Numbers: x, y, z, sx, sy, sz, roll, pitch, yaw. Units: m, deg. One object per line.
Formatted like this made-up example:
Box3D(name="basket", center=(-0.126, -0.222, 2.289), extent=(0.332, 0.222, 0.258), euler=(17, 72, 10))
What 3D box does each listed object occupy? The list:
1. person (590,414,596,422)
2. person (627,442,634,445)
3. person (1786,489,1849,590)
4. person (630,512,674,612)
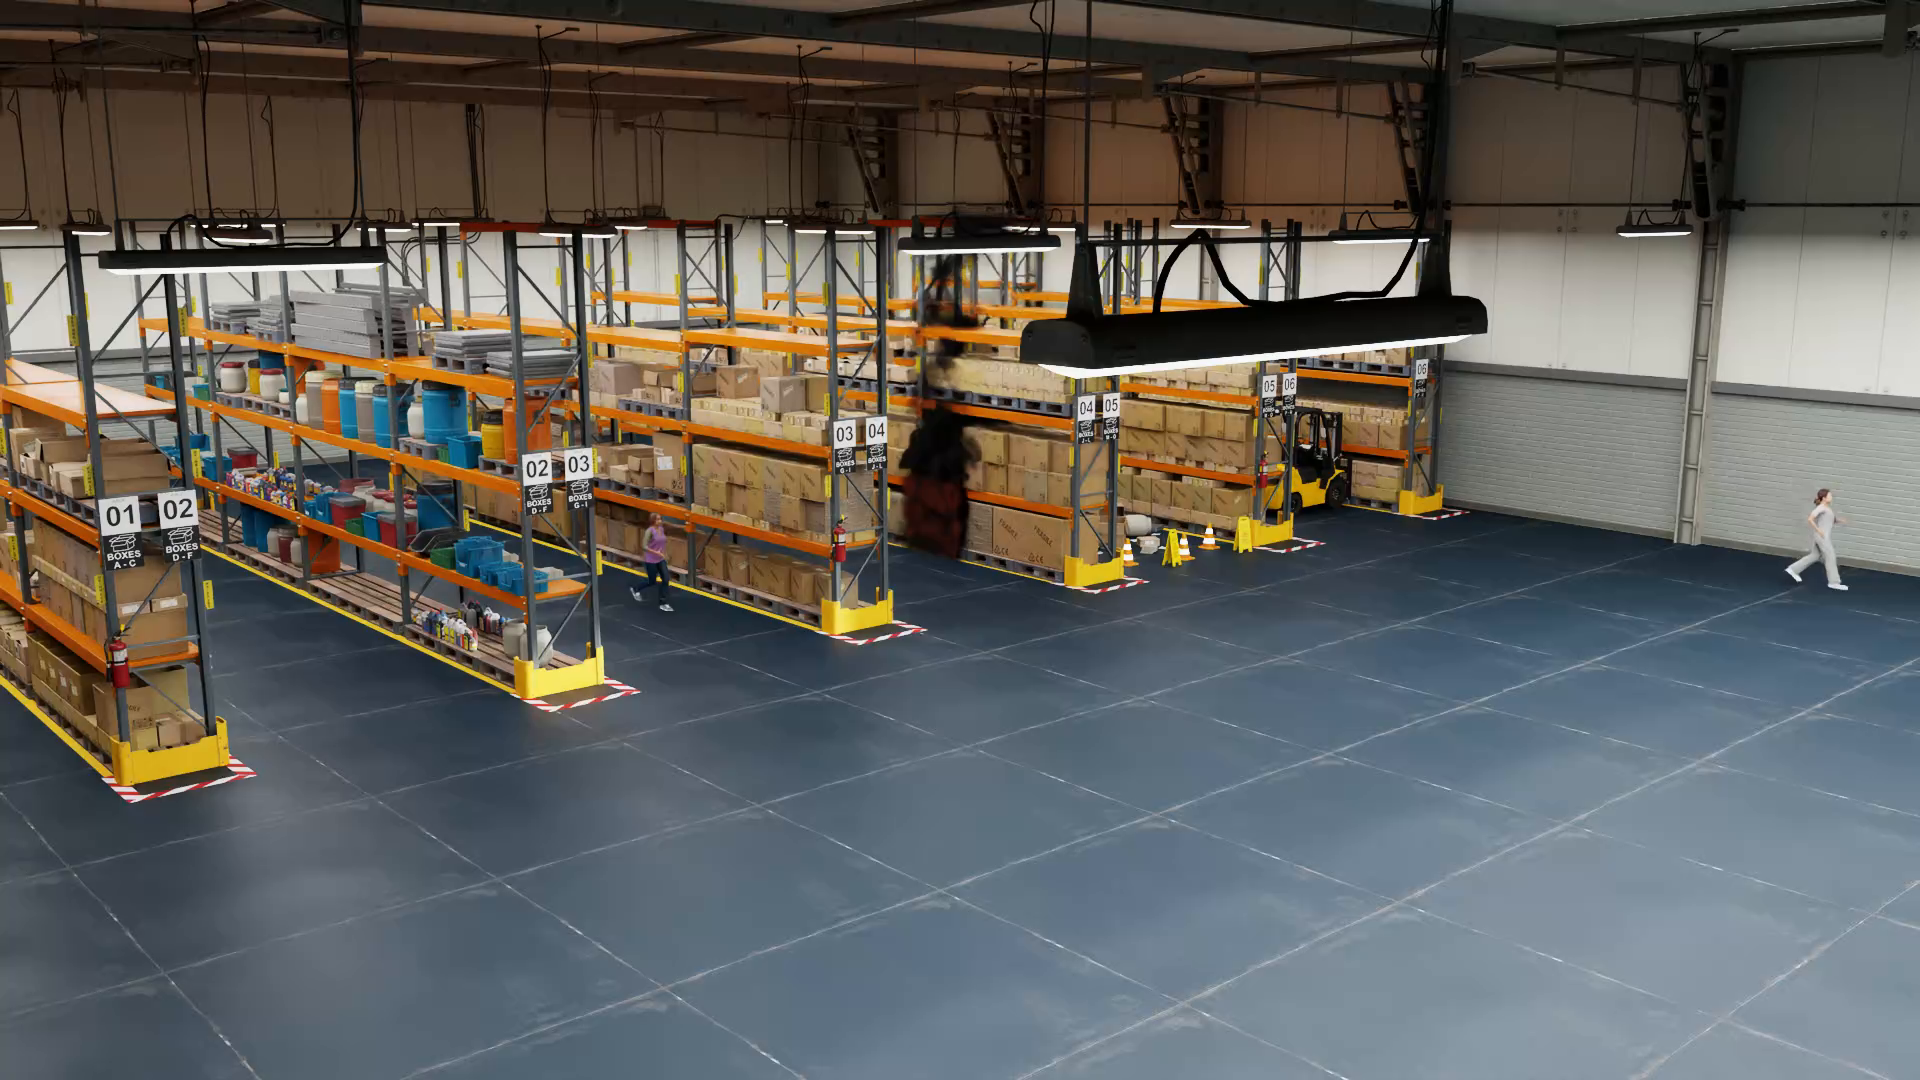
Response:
Box3D(name="person", center=(-9.005, -2.627, 40.715), extent=(0.575, 1.724, 0.706), euler=(8, 14, 33))
Box3D(name="person", center=(-6.647, -1.189, 33.696), extent=(0.656, 1.586, 0.506), euler=(8, 14, 35))
Box3D(name="person", center=(14.340, -0.019, 27.692), extent=(0.969, 1.624, 0.564), euler=(6, 13, 28))
Box3D(name="person", center=(-4.867, 0.325, 26.277), extent=(0.817, 1.582, 0.525), euler=(7, 14, 32))
